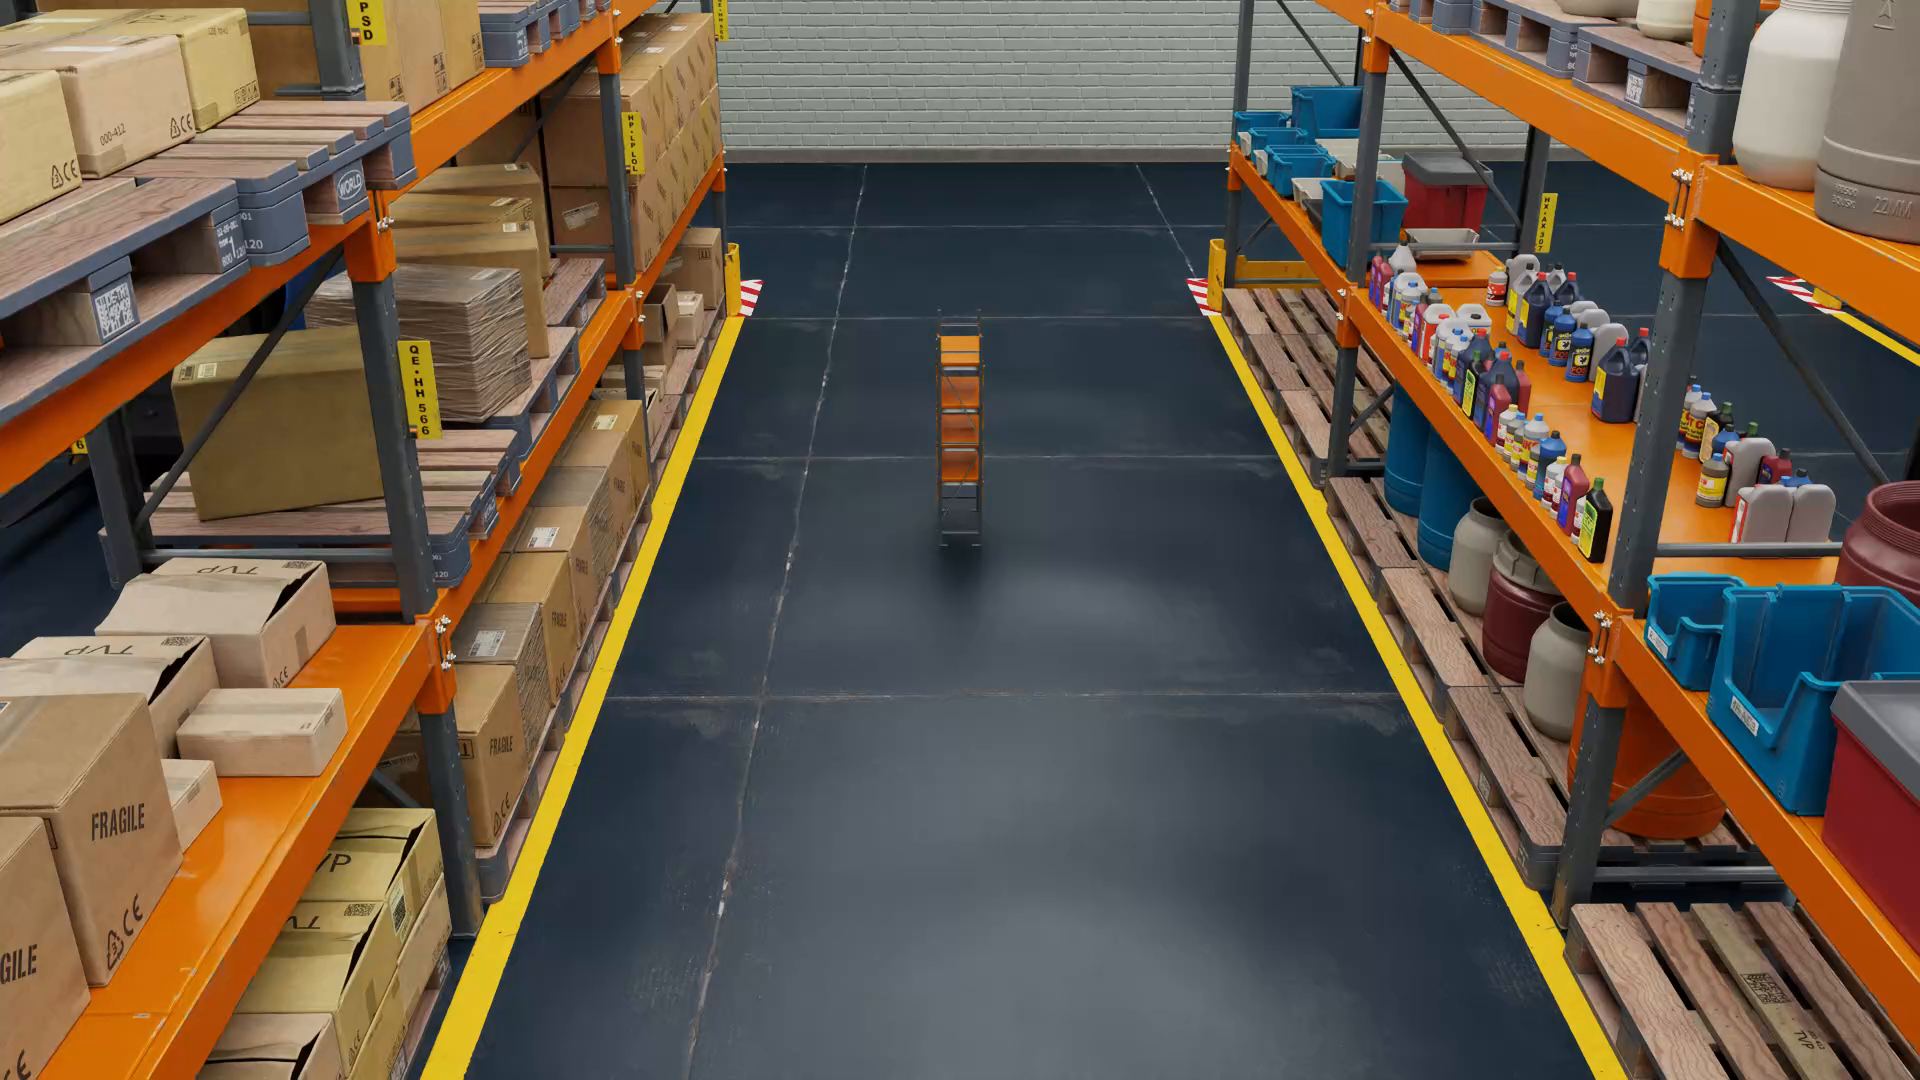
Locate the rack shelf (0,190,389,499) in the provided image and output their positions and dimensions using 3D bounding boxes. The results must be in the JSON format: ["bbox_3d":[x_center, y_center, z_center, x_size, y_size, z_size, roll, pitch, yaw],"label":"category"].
[{"bbox_3d":[-2.236,-0.155,3.185,1.077,0.370,4.000,0,24,-1],"label":"rack shelf"}]

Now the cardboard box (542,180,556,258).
[{"bbox_3d":[-2.564,-1.839,9.554,0.500,0.500,0.500,0,24,0],"label":"cardboard box"}]

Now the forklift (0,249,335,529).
[{"bbox_3d":[-4.778,-1.819,9.716,1.130,2.935,3.031,1,24,1],"label":"forklift"}]

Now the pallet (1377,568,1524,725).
[{"bbox_3d":[2.634,0.484,7.924,1.003,0.211,1.213,0,24,-1],"label":"pallet"}]

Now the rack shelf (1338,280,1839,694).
[{"bbox_3d":[2.673,-0.457,7.493,1.077,0.370,4.000,0,24,-1],"label":"rack shelf"}]

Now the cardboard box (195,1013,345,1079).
[{"bbox_3d":[-1.991,1.503,4.433,0.500,0.311,0.500,0,24,-1],"label":"cardboard box"}]

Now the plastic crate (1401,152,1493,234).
[{"bbox_3d":[2.892,-2.034,9.958,0.402,0.464,0.583,0,24,-1],"label":"plastic crate"}]

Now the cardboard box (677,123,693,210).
[{"bbox_3d":[-2.054,-2.472,10.953,0.500,0.500,0.500,-1,24,-1],"label":"cardboard box"}]

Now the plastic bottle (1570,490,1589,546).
[{"bbox_3d":[2.281,-0.082,6.033,0.097,0.201,0.097,0,24,0],"label":"plastic bottle"}]

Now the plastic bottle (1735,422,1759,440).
[{"bbox_3d":[3.052,-0.333,6.488,0.061,0.283,0.133,0,24,-1],"label":"plastic bottle"}]

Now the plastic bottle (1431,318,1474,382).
[{"bbox_3d":[2.288,-0.883,7.712,0.152,0.276,0.135,0,24,-1],"label":"plastic bottle"}]

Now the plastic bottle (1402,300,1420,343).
[{"bbox_3d":[2.254,-1.087,8.255,0.097,0.201,0.097,0,24,0],"label":"plastic bottle"}]

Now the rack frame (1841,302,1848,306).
[{"bbox_3d":[7.560,-3.279,12.861,1.000,3.000,0.127,0,24,-1],"label":"rack frame"}]

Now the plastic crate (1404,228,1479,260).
[{"bbox_3d":[2.789,-1.708,9.635,0.396,0.136,0.243,0,24,-1],"label":"plastic crate"}]

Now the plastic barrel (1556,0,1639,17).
[{"bbox_3d":[2.525,-2.310,6.404,0.433,0.535,0.433,0,24,0],"label":"plastic barrel"}]

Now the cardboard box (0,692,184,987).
[{"bbox_3d":[-2.224,0.706,3.928,0.500,0.500,0.500,-2,24,-3],"label":"cardboard box"}]

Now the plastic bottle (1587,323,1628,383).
[{"bbox_3d":[2.992,-0.882,7.711,0.152,0.276,0.135,0,24,-1],"label":"plastic bottle"}]

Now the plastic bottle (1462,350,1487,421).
[{"bbox_3d":[2.248,-0.674,7.243,0.061,0.283,0.133,0,24,-1],"label":"plastic bottle"}]

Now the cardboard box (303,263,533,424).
[{"bbox_3d":[-2.197,-0.813,6.778,0.700,0.500,0.500,4,25,9],"label":"cardboard box"}]

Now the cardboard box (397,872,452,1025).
[{"bbox_3d":[-2.009,1.337,5.480,0.500,0.250,0.500,0,24,1],"label":"cardboard box"}]

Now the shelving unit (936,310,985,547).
[{"bbox_3d":[-0.002,-0.615,9.154,0.258,1.200,0.503,0,24,-1],"label":"shelving unit"}]

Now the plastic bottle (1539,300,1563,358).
[{"bbox_3d":[2.864,-1.023,8.027,0.097,0.271,0.097,0,24,0],"label":"plastic bottle"}]

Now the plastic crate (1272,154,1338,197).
[{"bbox_3d":[2.299,-2.439,11.132,0.416,0.233,0.300,0,24,-1],"label":"plastic crate"}]

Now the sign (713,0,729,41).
[{"bbox_3d":[-1.790,-3.902,12.449,0.100,0.325,0.005,0,24,-1],"label":"sign"}]

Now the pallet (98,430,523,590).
[{"bbox_3d":[-2.336,-0.131,6.133,1.213,0.211,1.003,0,24,-1],"label":"pallet"}]

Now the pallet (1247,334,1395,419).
[{"bbox_3d":[2.588,-1.145,11.526,1.003,0.211,1.213,0,24,-1],"label":"pallet"}]

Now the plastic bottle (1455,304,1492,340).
[{"bbox_3d":[2.437,-0.979,7.925,0.152,0.276,0.135,0,24,-1],"label":"plastic bottle"}]

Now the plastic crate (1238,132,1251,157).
[{"bbox_3d":[2.202,-2.929,12.332,0.250,0.136,0.298,0,24,-1],"label":"plastic crate"}]

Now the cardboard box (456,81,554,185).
[{"bbox_3d":[-2.566,-2.296,9.353,0.500,0.500,0.500,0,24,0],"label":"cardboard box"}]

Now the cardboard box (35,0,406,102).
[{"bbox_3d":[-2.297,-1.532,5.235,0.910,0.500,0.500,0,24,-1],"label":"cardboard box"}]

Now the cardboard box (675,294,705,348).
[{"bbox_3d":[-2.113,-1.569,11.883,0.500,0.250,0.500,0,24,-1],"label":"cardboard box"}]

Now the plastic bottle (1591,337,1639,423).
[{"bbox_3d":[2.850,-0.699,7.215,0.144,0.351,0.185,0,24,-1],"label":"plastic bottle"}]

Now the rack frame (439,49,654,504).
[{"bbox_3d":[-2.302,-1.588,9.121,1.000,3.000,0.127,0,24,-1],"label":"rack frame"}]

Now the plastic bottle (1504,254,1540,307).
[{"bbox_3d":[2.979,-1.391,8.837,0.152,0.276,0.135,0,24,-1],"label":"plastic bottle"}]

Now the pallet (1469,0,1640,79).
[{"bbox_3d":[2.773,-2.100,6.842,1.003,0.211,1.213,0,24,-1],"label":"pallet"}]

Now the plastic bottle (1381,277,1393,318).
[{"bbox_3d":[2.250,-1.263,8.643,0.097,0.201,0.097,0,24,0],"label":"plastic bottle"}]

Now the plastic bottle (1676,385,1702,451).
[{"bbox_3d":[3.029,-0.510,6.895,0.097,0.271,0.097,0,24,0],"label":"plastic bottle"}]

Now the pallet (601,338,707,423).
[{"bbox_3d":[-2.325,-1.104,11.436,1.003,0.211,1.213,0,24,-1],"label":"pallet"}]

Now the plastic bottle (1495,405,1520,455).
[{"bbox_3d":[2.271,-0.458,6.865,0.097,0.201,0.097,0,24,0],"label":"plastic bottle"}]

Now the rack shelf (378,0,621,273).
[{"bbox_3d":[-2.280,-1.803,6.829,1.077,0.370,4.000,0,24,-1],"label":"rack shelf"}]

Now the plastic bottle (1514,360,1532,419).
[{"bbox_3d":[2.393,-0.620,7.122,0.061,0.283,0.133,0,24,-1],"label":"plastic bottle"}]

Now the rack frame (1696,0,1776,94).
[{"bbox_3d":[2.695,-2.694,4.287,1.000,3.000,0.127,0,24,-1],"label":"rack frame"}]

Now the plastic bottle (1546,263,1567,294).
[{"bbox_3d":[2.988,-1.209,8.343,0.144,0.351,0.185,0,24,-1],"label":"plastic bottle"}]

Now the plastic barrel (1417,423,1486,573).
[{"bbox_3d":[2.648,-0.328,8.372,0.600,0.901,0.708,0,24,-1],"label":"plastic barrel"}]

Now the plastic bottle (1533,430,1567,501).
[{"bbox_3d":[2.276,-0.290,6.407,0.097,0.271,0.097,0,24,0],"label":"plastic bottle"}]

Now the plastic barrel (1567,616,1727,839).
[{"bbox_3d":[2.672,0.635,6.329,0.600,0.830,0.708,0,24,-1],"label":"plastic barrel"}]

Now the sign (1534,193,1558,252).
[{"bbox_3d":[3.201,-1.737,9.114,0.100,0.325,0.005,0,24,-1],"label":"sign"}]

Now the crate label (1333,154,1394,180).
[{"bbox_3d":[2.814,-2.595,11.595,0.396,0.136,0.243,0,24,-1],"label":"crate label"}]

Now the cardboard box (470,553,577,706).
[{"bbox_3d":[-1.989,0.387,7.253,0.500,0.500,0.500,-1,24,-1],"label":"cardboard box"}]

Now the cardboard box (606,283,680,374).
[{"bbox_3d":[-2.328,-1.425,11.257,0.797,0.503,0.637,0,24,-1],"label":"cardboard box"}]

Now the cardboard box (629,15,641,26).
[{"bbox_3d":[-2.604,-3.553,12.132,0.500,0.500,0.500,0,24,1],"label":"cardboard box"}]

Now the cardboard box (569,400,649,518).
[{"bbox_3d":[-2.010,-0.448,9.099,0.500,0.500,0.500,0,24,-1],"label":"cardboard box"}]

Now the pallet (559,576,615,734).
[{"bbox_3d":[-2.239,0.521,7.841,1.003,0.211,1.213,0,24,-1],"label":"pallet"}]

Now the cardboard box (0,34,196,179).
[{"bbox_3d":[-2.173,-1.027,3.913,0.500,0.250,0.500,0,24,1],"label":"cardboard box"}]

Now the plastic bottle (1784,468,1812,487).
[{"bbox_3d":[3.039,-0.130,6.053,0.097,0.271,0.097,0,24,0],"label":"plastic bottle"}]

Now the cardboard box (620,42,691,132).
[{"bbox_3d":[-2.043,-2.922,10.736,0.500,0.500,0.500,0,24,1],"label":"cardboard box"}]

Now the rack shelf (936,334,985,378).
[{"bbox_3d":[-0.002,-0.973,8.992,0.258,0.148,0.480,0,24,-1],"label":"rack shelf"}]
